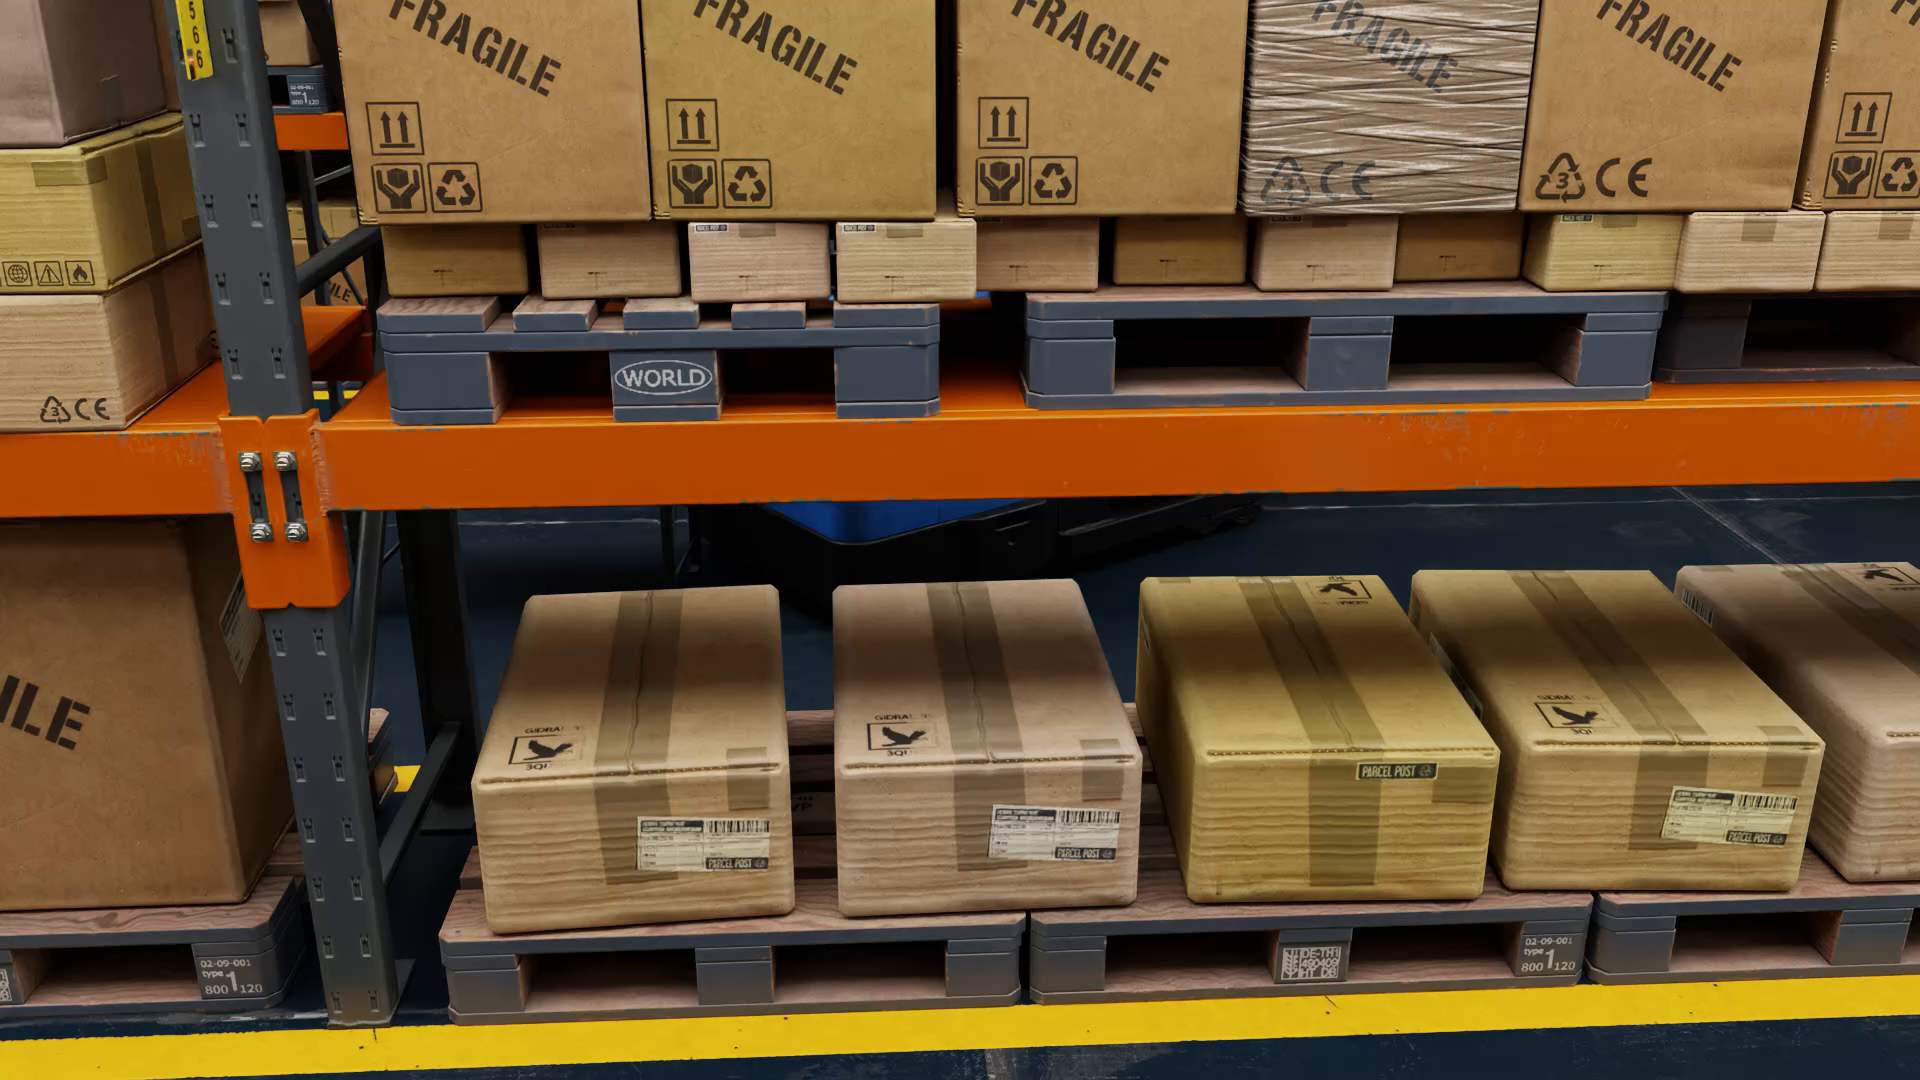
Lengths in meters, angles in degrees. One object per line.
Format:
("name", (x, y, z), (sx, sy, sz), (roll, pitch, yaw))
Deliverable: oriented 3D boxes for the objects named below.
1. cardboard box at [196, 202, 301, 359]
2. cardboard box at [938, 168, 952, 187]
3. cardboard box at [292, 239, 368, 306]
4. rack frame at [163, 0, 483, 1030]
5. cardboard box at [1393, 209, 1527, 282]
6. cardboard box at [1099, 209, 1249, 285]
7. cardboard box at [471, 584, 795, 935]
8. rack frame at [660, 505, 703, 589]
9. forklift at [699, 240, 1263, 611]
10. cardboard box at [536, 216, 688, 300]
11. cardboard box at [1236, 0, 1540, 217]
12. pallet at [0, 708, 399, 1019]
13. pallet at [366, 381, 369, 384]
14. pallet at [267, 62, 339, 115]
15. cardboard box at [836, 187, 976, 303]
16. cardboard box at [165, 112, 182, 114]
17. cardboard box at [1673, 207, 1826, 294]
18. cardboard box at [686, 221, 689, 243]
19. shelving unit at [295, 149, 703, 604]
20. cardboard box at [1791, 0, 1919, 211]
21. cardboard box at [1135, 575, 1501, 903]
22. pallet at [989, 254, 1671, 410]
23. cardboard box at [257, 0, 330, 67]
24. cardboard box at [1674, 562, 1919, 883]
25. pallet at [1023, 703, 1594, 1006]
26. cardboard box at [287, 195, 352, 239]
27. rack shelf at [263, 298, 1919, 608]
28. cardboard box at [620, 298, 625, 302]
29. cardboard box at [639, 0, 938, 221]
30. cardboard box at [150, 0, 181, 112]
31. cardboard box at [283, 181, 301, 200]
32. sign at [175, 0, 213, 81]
("cardboard box", (-1.779, -0.573, 3.621), (0.500, 0.250, 0.500), (-2, 21, -4))
("cardboard box", (0.076, -0.798, 3.763), (0.250, 0.149, 0.380), (-1, 21, -2))
("cardboard box", (-2.996, -1.252, 8.116), (0.500, 0.500, 0.500), (0, 21, -1))
("rack frame", (-1.276, -0.564, 3.385), (0.127, 3.000, 1.000), (-1, 21, -3))
("cardboard box", (0.931, -0.631, 3.325), (0.250, 0.149, 0.380), (-2, 21, -5))
("cardboard box", (0.411, -0.616, 3.287), (0.250, 0.149, 0.380), (0, 21, -1))
("cardboard box", (-0.711, 0.460, 3.799), (0.625, 0.372, 0.950), (-3, 21, -7))
("rack frame", (-0.938, -0.532, 5.411), (0.032, 1.500, 0.500), (1, 21, 1))
("forklift", (0.525, -1.526, 6.009), (3.031, 2.935, 1.130), (-15, 26, -35))
("cardboard box", (-0.657, -0.577, 3.183), (0.250, 0.149, 0.380), (-2, 21, -6))
("cardboard box", (0.736, -0.906, 3.136), (0.500, 0.500, 0.500), (-2, 21, -5))
("pallet", (-2.067, 0.729, 3.910), (1.213, 0.211, 1.003), (-1, 21, -3))
("pallet", (-2.311, -1.022, 8.508), (1.213, 0.211, 1.003), (-1, 21, -3))
("pallet", (-3.504, -2.196, 7.943), (1.213, 0.211, 1.003), (-1, 21, -3))
("cardboard box", (-0.105, -0.564, 3.150), (0.250, 0.149, 0.380), (-1, 21, -3))
("cardboard box", (-1.796, -0.805, 3.527), (0.500, 0.250, 0.500), (-1, 21, -3))
("cardboard box", (1.446, -0.592, 3.222), (0.250, 0.149, 0.380), (-1, 21, -3))
("cardboard box", (-0.699, -0.764, 3.674), (0.250, 0.149, 0.380), (-1, 21, -2))
("shelving unit", (-1.446, -0.537, 5.423), (1.048, 1.500, 0.538), (1, 21, 1))
("cardboard box", (1.774, -0.925, 3.187), (0.500, 0.500, 0.500), (-1, 21, -3))
("cardboard box", (0.782, 0.429, 3.881), (0.625, 0.372, 0.950), (0, 21, -1))
("pallet", (0.698, -0.529, 3.563), (1.213, 0.211, 1.003), (-1, 21, -3))
("cardboard box", (-3.182, -2.472, 7.664), (0.637, 0.503, 0.797), (-2, 21, -4))
("cardboard box", (2.194, 0.399, 3.961), (0.625, 0.372, 0.950), (-1, 21, -2))
("pallet", (0.719, 0.701, 3.984), (1.213, 0.211, 1.003), (-1, 21, -3))
("cardboard box", (-3.093, -1.557, 8.007), (0.250, 0.149, 0.380), (-1, 21, -4))
("rack shelf", (0.721, -0.268, 3.620), (4.000, 0.370, 1.077), (-1, 21, -3))
("cardboard box", (-2.000, -1.446, 8.626), (0.500, 0.500, 0.500), (0, 21, -1))
("cardboard box", (-0.294, -0.886, 3.083), (0.500, 0.500, 0.500), (0, 21, 0))
("cardboard box", (-1.782, -1.154, 3.392), (0.500, 0.500, 0.500), (-2, 21, -5))
("cardboard box", (-3.389, -1.713, 8.415), (0.250, 0.149, 0.380), (-1, 21, -3))
("sign", (-1.241, -0.908, 2.662), (0.005, 0.325, 0.100), (-1, 21, -3))
